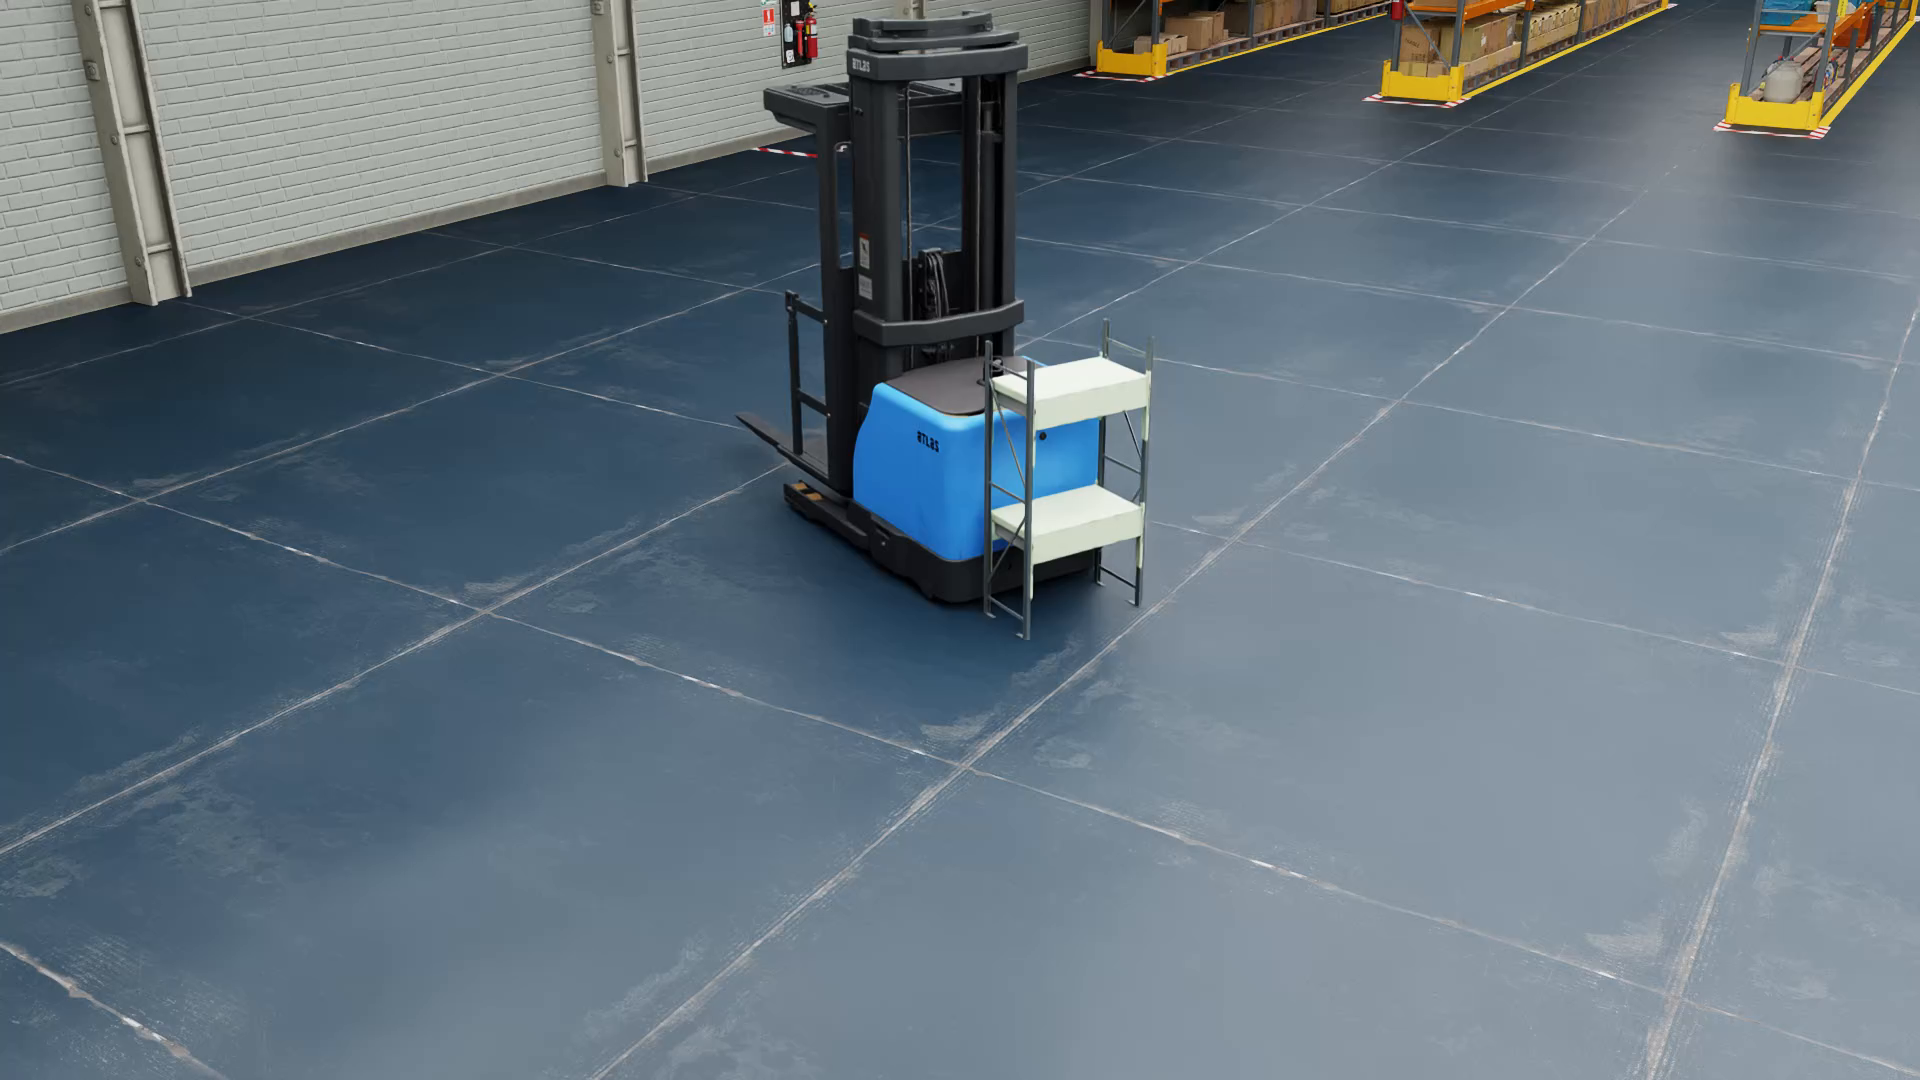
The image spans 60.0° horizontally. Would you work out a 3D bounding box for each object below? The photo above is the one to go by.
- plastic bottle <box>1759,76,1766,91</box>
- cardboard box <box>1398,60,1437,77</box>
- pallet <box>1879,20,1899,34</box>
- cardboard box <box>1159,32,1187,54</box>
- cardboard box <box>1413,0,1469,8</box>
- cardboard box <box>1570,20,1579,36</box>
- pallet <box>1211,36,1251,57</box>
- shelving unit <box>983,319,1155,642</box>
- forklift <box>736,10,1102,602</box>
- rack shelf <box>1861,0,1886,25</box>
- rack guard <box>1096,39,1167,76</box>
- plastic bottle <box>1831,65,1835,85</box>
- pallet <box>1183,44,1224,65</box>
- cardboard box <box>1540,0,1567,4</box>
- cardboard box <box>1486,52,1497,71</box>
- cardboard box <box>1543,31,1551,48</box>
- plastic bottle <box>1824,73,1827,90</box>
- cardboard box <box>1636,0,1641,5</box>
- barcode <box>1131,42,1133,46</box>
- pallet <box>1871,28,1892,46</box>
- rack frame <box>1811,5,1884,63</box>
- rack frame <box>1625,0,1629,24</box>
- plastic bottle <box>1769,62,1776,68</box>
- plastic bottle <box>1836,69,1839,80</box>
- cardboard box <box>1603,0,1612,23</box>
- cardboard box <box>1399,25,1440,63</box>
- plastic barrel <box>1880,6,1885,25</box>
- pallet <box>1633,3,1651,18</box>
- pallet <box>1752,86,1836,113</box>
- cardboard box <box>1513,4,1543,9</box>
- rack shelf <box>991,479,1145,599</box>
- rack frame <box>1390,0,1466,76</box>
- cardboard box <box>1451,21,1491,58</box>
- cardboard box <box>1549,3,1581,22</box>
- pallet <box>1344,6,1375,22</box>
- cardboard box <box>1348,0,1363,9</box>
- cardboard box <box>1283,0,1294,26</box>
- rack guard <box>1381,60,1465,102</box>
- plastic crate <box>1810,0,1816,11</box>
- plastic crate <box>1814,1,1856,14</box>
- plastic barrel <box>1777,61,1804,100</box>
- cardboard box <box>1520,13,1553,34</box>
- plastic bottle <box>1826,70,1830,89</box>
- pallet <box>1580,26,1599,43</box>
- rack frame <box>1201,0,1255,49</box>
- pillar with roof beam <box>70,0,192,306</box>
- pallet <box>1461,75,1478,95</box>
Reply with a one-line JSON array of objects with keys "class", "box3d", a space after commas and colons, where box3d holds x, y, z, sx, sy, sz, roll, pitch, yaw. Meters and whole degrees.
[{"class": "plastic bottle", "box3d": [11.829, -6.721, 24.469, 0.097, 0.201, 0.097, 0, 23, 0]}, {"class": "cardboard box", "box3d": [7.059, -7.305, 25.781, 0.500, 0.250, 0.500, 14, 27, 29]}, {"class": "pallet", "box3d": [17.918, -10.119, 32.858, 1.003, 0.211, 1.213, 14, 27, 29]}, {"class": "cardboard box", "box3d": [3.558, -8.543, 28.539, 0.500, 0.311, 0.500, 16, 28, 33]}, {"class": "cardboard box", "box3d": [7.284, -8.332, 25.095, 0.700, 0.500, 0.500, 14, 27, 29]}, {"class": "cardboard box", "box3d": [11.176, -9.533, 30.929, 0.500, 0.250, 0.500, 15, 27, 30]}, {"class": "pallet", "box3d": [4.602, -9.004, 30.284, 1.003, 0.211, 1.213, 14, 27, 29]}, {"class": "shelving unit", "box3d": [0.549, -0.313, 8.586, 0.755, 1.500, 0.431, -14, 27, -30]}, {"class": "forklift", "box3d": [-0.417, -1.552, 9.645, 1.130, 2.935, 3.031, -14, 27, -29]}, {"class": "rack shelf", "box3d": [14.398, -8.787, 27.177, 1.077, 0.370, 4.000, 14, 27, 29]}, {"class": "rack guard", "box3d": [2.856, -8.047, 27.708, 1.175, 0.500, 0.348, 14, 27, 29]}, {"class": "plastic bottle", "box3d": [13.096, -6.991, 24.989, 0.061, 0.283, 0.133, 16, 28, 32]}, {"class": "pallet", "box3d": [3.959, -8.591, 29.329, 1.003, 0.211, 1.213, 14, 27, 29]}, {"class": "cardboard box", "box3d": [11.540, -10.251, 32.246, 0.500, 0.500, 0.500, 15, 28, 31]}, {"class": "cardboard box", "box3d": [8.291, -7.702, 26.699, 0.500, 0.250, 0.500, 14, 27, 29]}, {"class": "cardboard box", "box3d": [10.102, -8.844, 29.336, 0.500, 0.250, 0.500, 13, 27, 27]}, {"class": "plastic bottle", "box3d": [12.589, -6.666, 24.239, 0.061, 0.283, 0.133, 14, 27, 30]}, {"class": "cardboard box", "box3d": [14.343, -11.873, 35.988, 0.797, 0.503, 0.637, 14, 27, 29]}, {"class": "barcode", "box3d": [2.927, -8.445, 28.301, 0.001, 0.075, 0.075, 14, 27, 29]}, {"class": "pallet", "box3d": [17.120, -9.611, 31.685, 1.003, 0.211, 1.213, 14, 27, 29]}, {"class": "rack frame", "box3d": [15.453, -9.792, 28.593, 1.000, 3.000, 0.127, 14, 27, 29]}, {"class": "rack frame", "box3d": [13.357, -12.181, 34.113, 1.000, 3.000, 0.127, 14, 27, 29]}, {"class": "plastic bottle", "box3d": [12.143, -6.973, 24.862, 0.144, 0.351, 0.185, 15, 28, 31]}, {"class": "plastic bottle", "box3d": [13.416, -7.172, 25.510, 0.097, 0.201, 0.097, 0, 23, 0]}, {"class": "cardboard box", "box3d": [12.541, -10.503, 32.829, 0.500, 0.500, 0.500, 13, 27, 27]}, {"class": "cardboard box", "box3d": [7.057, -7.650, 25.633, 0.500, 0.500, 0.500, 14, 27, 29]}, {"class": "plastic barrel", "box3d": [17.261, -10.192, 31.629, 0.600, 0.901, 0.708, 14, 27, 29]}, {"class": "pallet", "box3d": [14.362, -11.546, 36.157, 1.003, 0.211, 1.213, 14, 27, 29]}, {"class": "pallet", "box3d": [12.310, -6.531, 24.570, 1.003, 0.211, 1.213, 14, 27, 29]}, {"class": "cardboard box", "box3d": [10.451, -9.725, 30.666, 0.500, 0.311, 0.500, 13, 27, 28]}, {"class": "rack shelf", "box3d": [0.549, -0.014, 8.715, 0.720, 0.370, 0.431, -14, 27, -30]}, {"class": "rack frame", "box3d": [7.027, -8.131, 24.757, 1.000, 3.000, 0.127, 14, 27, 29]}, {"class": "cardboard box", "box3d": [8.013, -7.881, 26.168, 0.500, 0.500, 0.500, 14, 27, 29]}, {"class": "cardboard box", "box3d": [11.179, -9.791, 30.818, 0.500, 0.311, 0.500, 15, 27, 30]}, {"class": "pallet", "box3d": [8.160, -11.249, 35.469, 1.003, 0.211, 1.213, 14, 27, 29]}, {"class": "cardboard box", "box3d": [8.003, -11.589, 34.922, 0.750, 0.750, 0.750, 14, 27, 29]}, {"class": "cardboard box", "box3d": [6.092, -10.346, 32.465, 0.700, 0.500, 0.500, 14, 27, 29]}, {"class": "rack guard", "box3d": [7.014, -6.976, 25.235, 1.175, 0.500, 0.348, 14, 27, 29]}, {"class": "plastic crate", "box3d": [12.387, -7.946, 24.595, 0.450, 0.188, 0.662, 14, 27, 29]}, {"class": "plastic crate", "box3d": [12.701, -7.720, 24.139, 0.530, 0.136, 0.437, 14, 27, 29]}, {"class": "plastic barrel", "box3d": [11.779, -6.550, 23.708, 0.421, 0.512, 0.421, 0, 23, 0]}, {"class": "cardboard box", "box3d": [10.107, -9.099, 29.220, 0.500, 0.311, 0.500, 13, 27, 27]}, {"class": "plastic bottle", "box3d": [12.794, -6.806, 24.577, 0.097, 0.271, 0.097, 0, 23, 0]}, {"class": "pallet", "box3d": [11.673, -9.796, 32.112, 1.003, 0.211, 1.213, 14, 27, 29]}, {"class": "rack frame", "box3d": [4.926, -10.518, 30.271, 1.000, 3.000, 0.127, 14, 27, 29]}, {"class": "pillar with roof beam", "box3d": [-3.387, -5.361, 10.807, 9.100, 9.000, 0.400, 14, 27, 29]}, {"class": "pallet", "box3d": [7.394, -7.118, 25.927, 1.003, 0.211, 1.213, 14, 27, 29]}]
